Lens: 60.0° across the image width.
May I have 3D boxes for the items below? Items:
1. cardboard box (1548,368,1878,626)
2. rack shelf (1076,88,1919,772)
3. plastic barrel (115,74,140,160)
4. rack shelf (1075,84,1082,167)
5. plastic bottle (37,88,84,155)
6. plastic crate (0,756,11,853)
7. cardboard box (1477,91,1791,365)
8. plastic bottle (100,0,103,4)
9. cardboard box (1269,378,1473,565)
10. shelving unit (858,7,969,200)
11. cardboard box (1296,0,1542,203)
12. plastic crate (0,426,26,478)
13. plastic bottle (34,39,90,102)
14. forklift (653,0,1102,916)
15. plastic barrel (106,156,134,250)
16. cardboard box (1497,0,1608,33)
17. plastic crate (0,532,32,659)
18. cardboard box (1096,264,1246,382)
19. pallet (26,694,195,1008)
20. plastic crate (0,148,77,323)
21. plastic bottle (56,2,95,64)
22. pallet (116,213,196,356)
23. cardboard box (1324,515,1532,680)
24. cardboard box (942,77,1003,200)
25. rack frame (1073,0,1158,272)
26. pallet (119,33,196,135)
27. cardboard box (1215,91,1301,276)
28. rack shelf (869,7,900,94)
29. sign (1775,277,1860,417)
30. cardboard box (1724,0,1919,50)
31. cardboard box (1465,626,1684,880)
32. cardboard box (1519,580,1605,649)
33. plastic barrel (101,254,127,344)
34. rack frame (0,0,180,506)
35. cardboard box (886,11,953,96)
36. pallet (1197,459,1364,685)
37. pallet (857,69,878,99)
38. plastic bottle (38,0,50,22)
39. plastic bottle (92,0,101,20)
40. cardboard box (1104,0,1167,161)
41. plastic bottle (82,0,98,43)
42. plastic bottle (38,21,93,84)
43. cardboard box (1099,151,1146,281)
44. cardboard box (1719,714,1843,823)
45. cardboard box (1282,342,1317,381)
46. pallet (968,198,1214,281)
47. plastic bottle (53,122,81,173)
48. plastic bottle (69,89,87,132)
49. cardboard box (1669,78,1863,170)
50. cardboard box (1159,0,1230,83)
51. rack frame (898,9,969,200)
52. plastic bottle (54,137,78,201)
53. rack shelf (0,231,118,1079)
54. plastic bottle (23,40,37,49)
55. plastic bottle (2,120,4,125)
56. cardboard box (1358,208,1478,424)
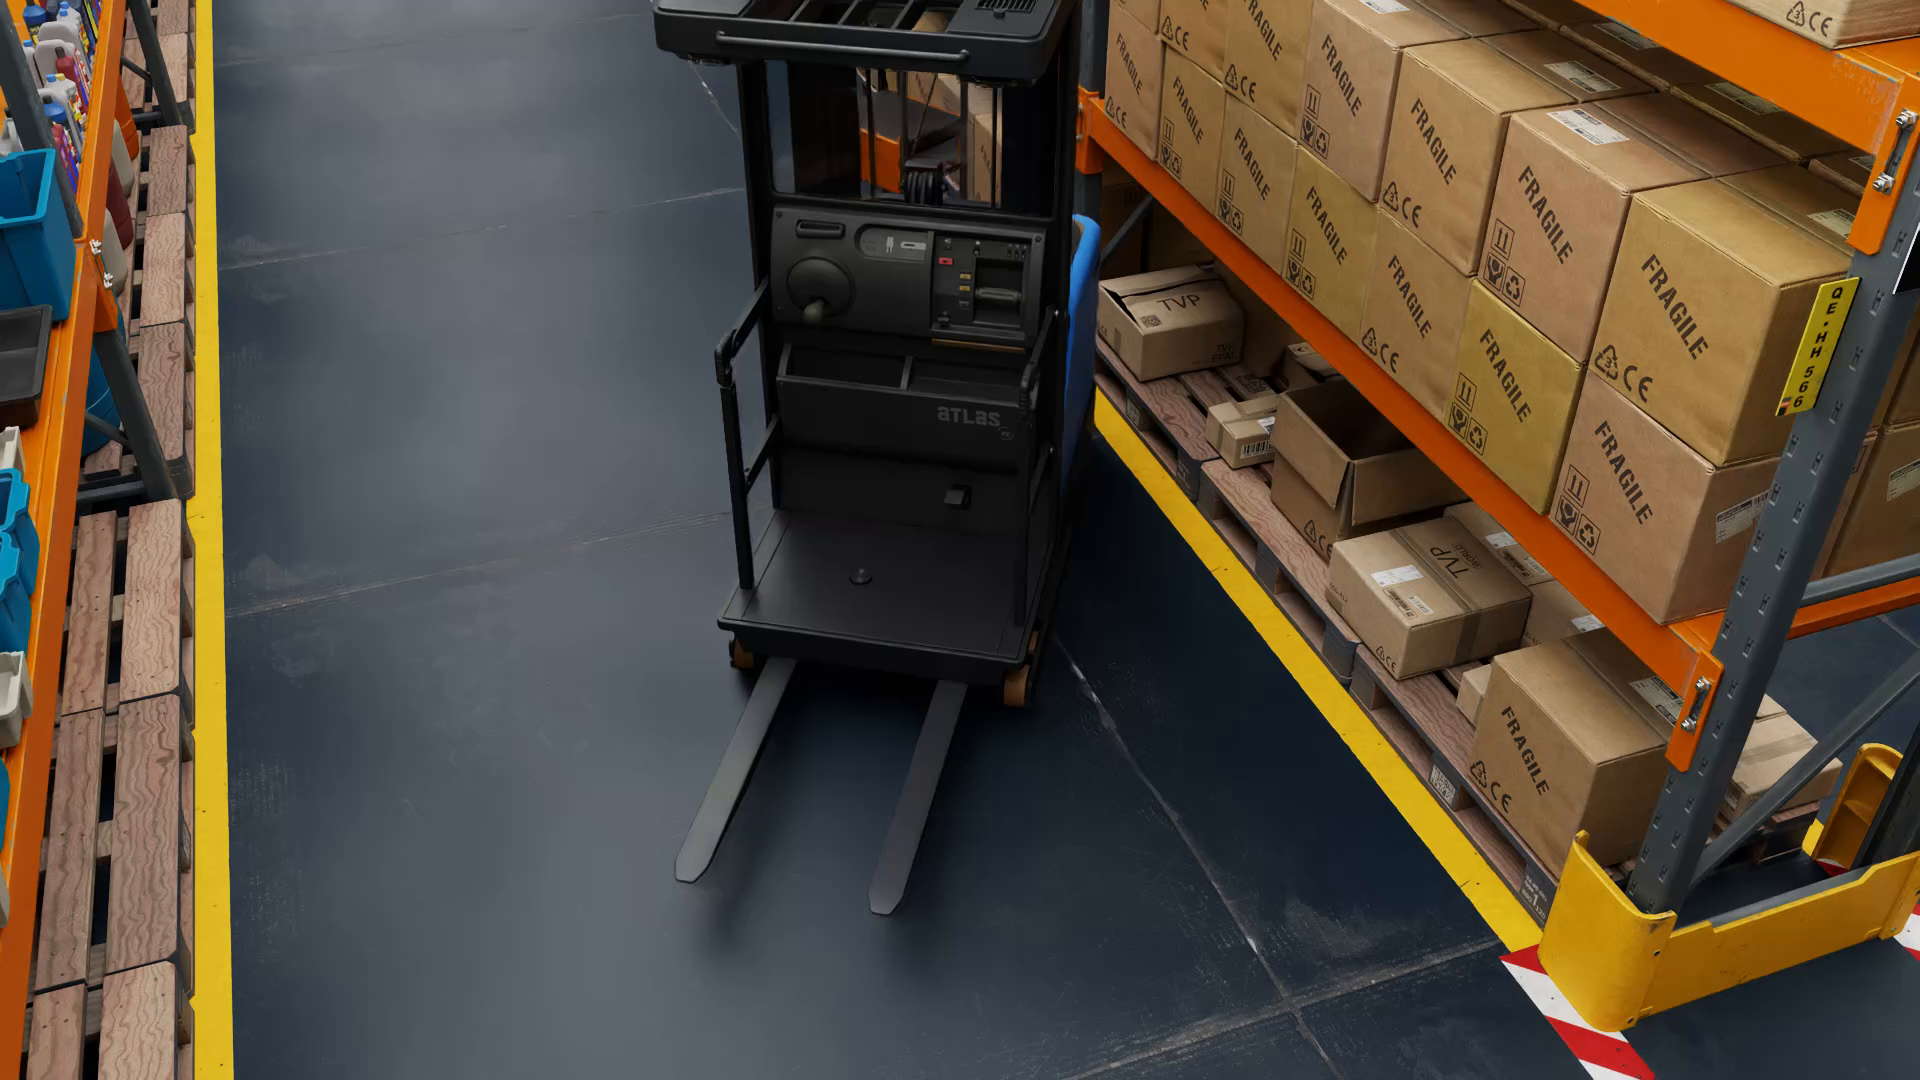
[{"bbox_3d":[1.962,-0.163,4.390,0.500,0.500,0.500,-11,38,-15],"label":"cardboard box"},{"bbox_3d":[1.683,-0.769,5.876,1.077,0.370,4.000,-12,39,-16],"label":"rack shelf"},{"bbox_3d":[-4.849,-2.451,8.965,0.600,0.830,0.708,-12,39,-16],"label":"plastic barrel"},{"bbox_3d":[0.307,-3.029,8.876,1.077,0.370,4.000,-12,39,-16],"label":"rack shelf"},{"bbox_3d":[-3.584,-1.660,6.564,0.152,0.276,0.135,-12,39,-16],"label":"plastic bottle"},{"bbox_3d":[-2.283,0.560,3.602,0.416,0.233,0.300,-12,39,-16],"label":"plastic crate"},{"bbox_3d":[1.786,-0.846,4.465,0.500,0.500,0.500,-11,38,-15],"label":"cardboard box"},{"bbox_3d":[-4.191,-2.674,7.972,0.097,0.201,0.097,0,37,0],"label":"plastic bottle"},{"bbox_3d":[1.646,-0.305,6.371,0.797,0.503,0.637,-12,39,-16],"label":"cardboard box"},{"bbox_3d":[-0.283,-1.634,7.174,0.503,2.100,0.431,29,46,33],"label":"shelving unit"},{"bbox_3d":[1.426,-1.428,5.238,0.500,0.500,0.500,-11,38,-15],"label":"cardboard box"},{"bbox_3d":[-2.776,-0.160,4.639,0.293,0.136,0.466,-12,39,-16],"label":"plastic crate"},{"bbox_3d":[-3.777,-1.977,6.984,0.152,0.276,0.135,-12,39,-16],"label":"plastic bottle"},{"bbox_3d":[-0.222,-0.817,5.398,1.130,2.935,3.031,7,38,9],"label":"forklift"},{"bbox_3d":[-4.461,-1.716,8.191,0.600,0.588,0.708,-12,39,-16],"label":"plastic barrel"},{"bbox_3d":[1.936,-1.535,5.381,0.500,0.500,0.500,-13,39,-16],"label":"cardboard box"},{"bbox_3d":[-2.509,0.188,4.096,0.416,0.233,0.300,-12,39,-16],"label":"plastic crate"},{"bbox_3d":[0.936,-1.006,7.462,0.500,0.311,0.500,-12,39,-16],"label":"cardboard box"},{"bbox_3d":[-2.944,1.049,5.182,1.003,0.211,1.213,-12,39,-16],"label":"pallet"},{"bbox_3d":[-3.176,-0.987,5.531,0.392,0.384,0.575,-12,39,-16],"label":"plastic crate"},{"bbox_3d":[-3.905,-2.232,7.327,0.097,0.271,0.097,0,37,0],"label":"plastic bottle"},{"bbox_3d":[-4.307,-1.184,8.146,1.003,0.211,1.213,-12,39,-16],"label":"pallet"},{"bbox_3d":[1.654,0.197,5.915,0.500,0.250,0.500,-12,39,-16],"label":"cardboard box"},{"bbox_3d":[0.222,-2.147,8.820,0.500,0.500,0.500,-12,39,-15],"label":"cardboard box"},{"bbox_3d":[0.995,-2.186,7.159,1.000,3.000,0.127,-12,39,-16],"label":"rack frame"},{"bbox_3d":[-5.264,-2.754,10.231,1.003,0.211,1.213,-12,39,-16],"label":"pallet"},{"bbox_3d":[1.264,-1.310,5.913,0.500,0.500,0.500,-13,39,-16],"label":"cardboard box"},{"bbox_3d":[-0.283,-2.182,6.761,0.480,0.518,0.431,29,46,33],"label":"rack shelf"},{"bbox_3d":[1.844,-0.412,3.579,0.100,0.325,0.005,-12,39,-16],"label":"sign"},{"bbox_3d":[1.947,-1.301,3.615,0.500,0.250,0.500,-12,39,-16],"label":"cardboard box"},{"bbox_3d":[1.953,0.640,5.119,0.500,0.500,0.500,-12,39,-16],"label":"cardboard box"},{"bbox_3d":[2.279,0.348,5.715,0.500,0.250,0.500,-12,39,-16],"label":"cardboard box"},{"bbox_3d":[-4.072,-1.203,7.249,0.600,0.901,0.708,-12,39,-16],"label":"plastic barrel"},{"bbox_3d":[-3.657,-1.163,5.801,1.000,3.000,0.127,-12,39,-16],"label":"rack frame"},{"bbox_3d":[-0.140,-2.728,9.590,0.500,0.500,0.500,-13,39,-17],"label":"cardboard box"},{"bbox_3d":[1.654,0.006,6.567,1.003,0.211,1.213,-12,39,-16],"label":"pallet"},{"bbox_3d":[-0.160,-2.902,10.428,1.003,0.211,1.213,-12,39,-16],"label":"pallet"},{"bbox_3d":[-4.172,-2.456,7.614,0.061,0.283,0.133,-12,39,-16],"label":"plastic bottle"},{"bbox_3d":[-4.100,-2.590,7.792,0.061,0.283,0.133,-12,39,-16],"label":"plastic bottle"},{"bbox_3d":[0.915,-1.882,6.672,0.500,0.500,0.500,-11,38,-15],"label":"cardboard box"},{"bbox_3d":[-3.991,-2.410,7.554,0.061,0.283,0.133,-12,39,-16],"label":"plastic bottle"},{"bbox_3d":[-3.857,-2.108,7.158,0.152,0.276,0.135,-12,39,-16],"label":"plastic bottle"},{"bbox_3d":[0.556,-1.583,8.070,0.500,0.500,0.500,-13,39,-16],"label":"cardboard box"},{"bbox_3d":[2.550,0.729,5.293,0.380,0.149,0.250,-12,39,-16],"label":"cardboard box"},{"bbox_3d":[1.643,-0.761,7.271,0.380,0.149,0.250,-12,39,-16],"label":"cardboard box"},{"bbox_3d":[0.680,-1.524,8.598,1.003,0.211,1.213,-12,39,-16],"label":"pallet"},{"bbox_3d":[-3.485,-1.516,6.434,0.097,0.201,0.097,0,37,0],"label":"plastic bottle"},{"bbox_3d":[-3.632,-1.757,6.754,0.097,0.201,0.097,0,37,0],"label":"plastic bottle"},{"bbox_3d":[2.279,-0.965,4.624,0.500,0.500,0.500,-12,39,-15],"label":"cardboard box"},{"bbox_3d":[1.071,-2.010,6.011,0.500,0.500,0.500,-14,39,-17],"label":"cardboard box"},{"bbox_3d":[-0.103,-1.535,7.043,0.015,2.100,0.400,29,46,33],"label":"rack frame"},{"bbox_3d":[-3.383,-1.412,6.228,0.061,0.283,0.133,-12,39,-16],"label":"plastic bottle"},{"bbox_3d":[-2.969,0.254,4.517,1.077,0.370,4.000,-12,39,-16],"label":"rack shelf"},{"bbox_3d":[-3.968,-2.042,7.132,0.097,0.201,0.097,0,37,0],"label":"plastic bottle"},{"bbox_3d":[-3.695,-1.594,6.538,0.097,0.201,0.097,0,37,0],"label":"plastic bottle"},{"bbox_3d":[1.614,-0.739,5.154,0.500,0.500,0.500,-12,39,-16],"label":"cardboard box"}]
